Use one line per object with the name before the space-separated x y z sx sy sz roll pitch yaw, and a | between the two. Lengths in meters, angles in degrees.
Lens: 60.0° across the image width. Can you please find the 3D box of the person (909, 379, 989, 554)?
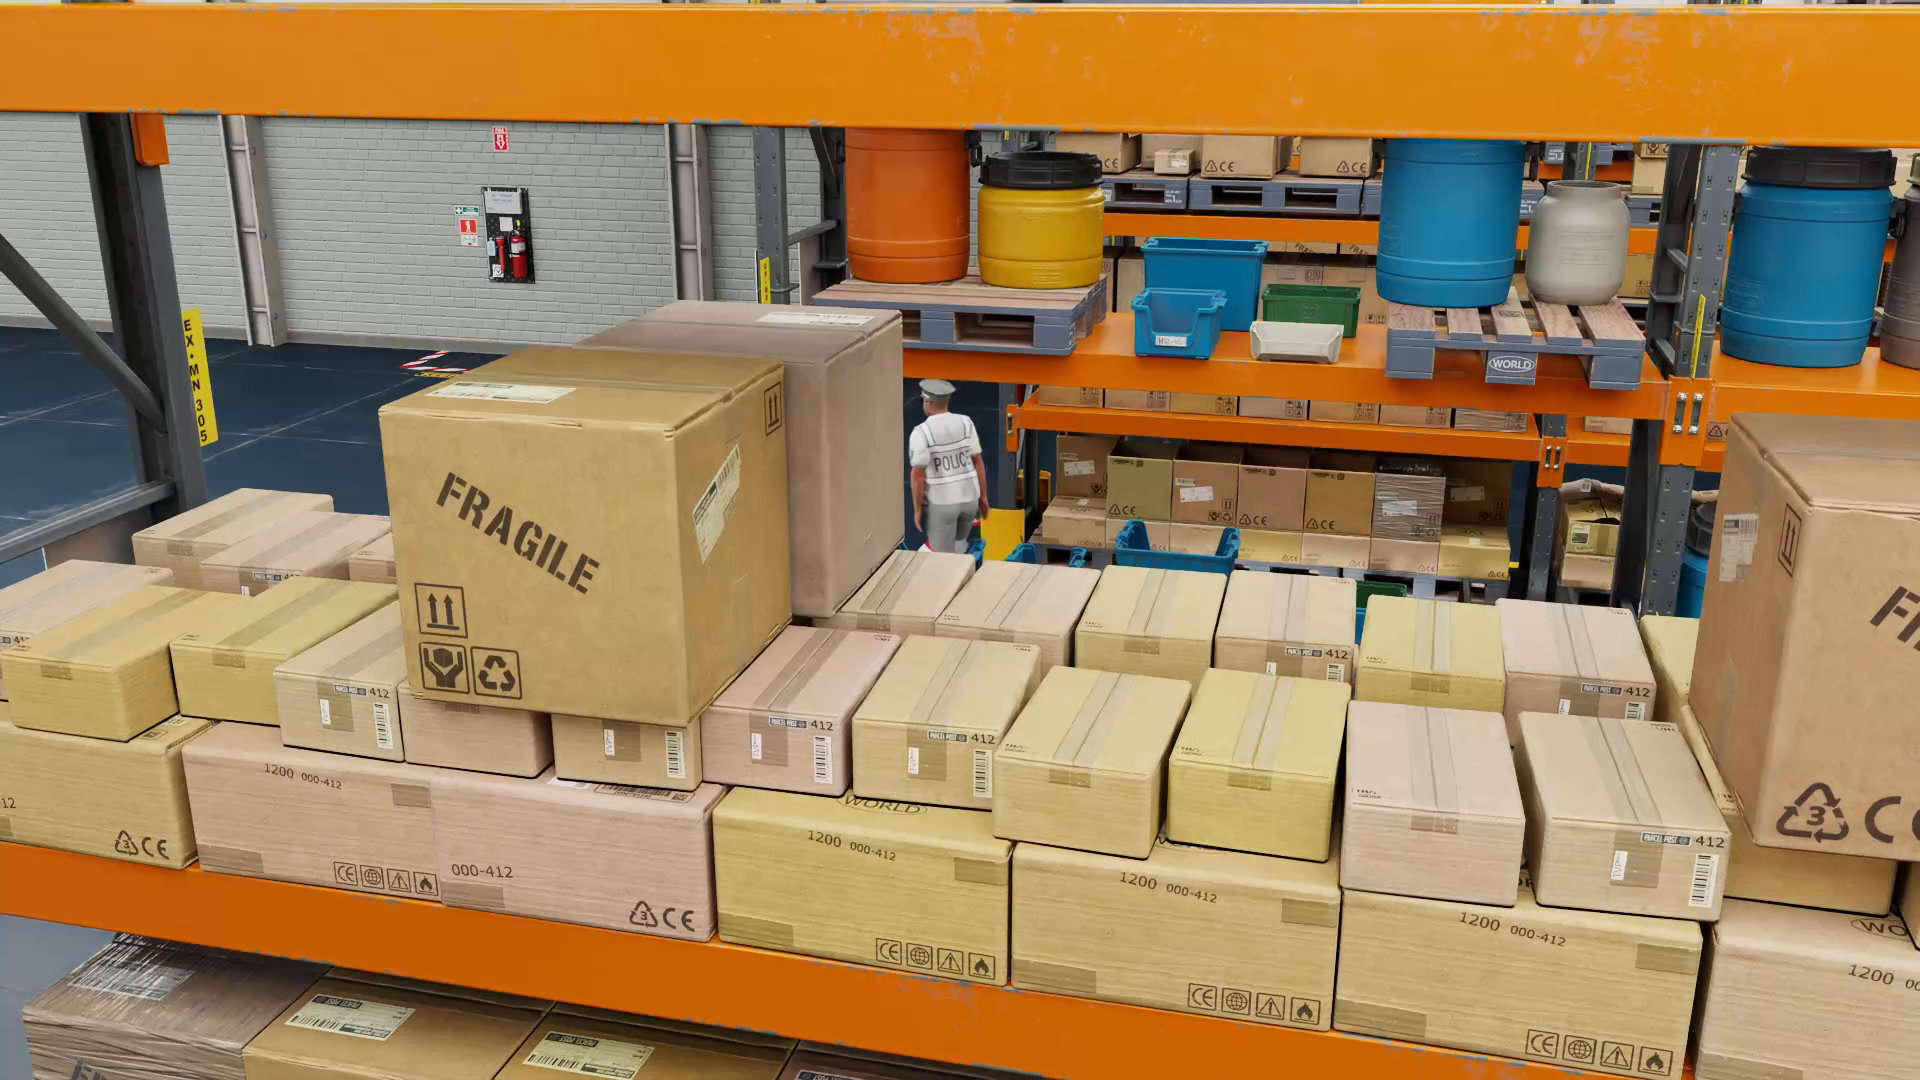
person | -0.090 -0.274 11.816 0.577 1.747 0.474 -12 21 -32
